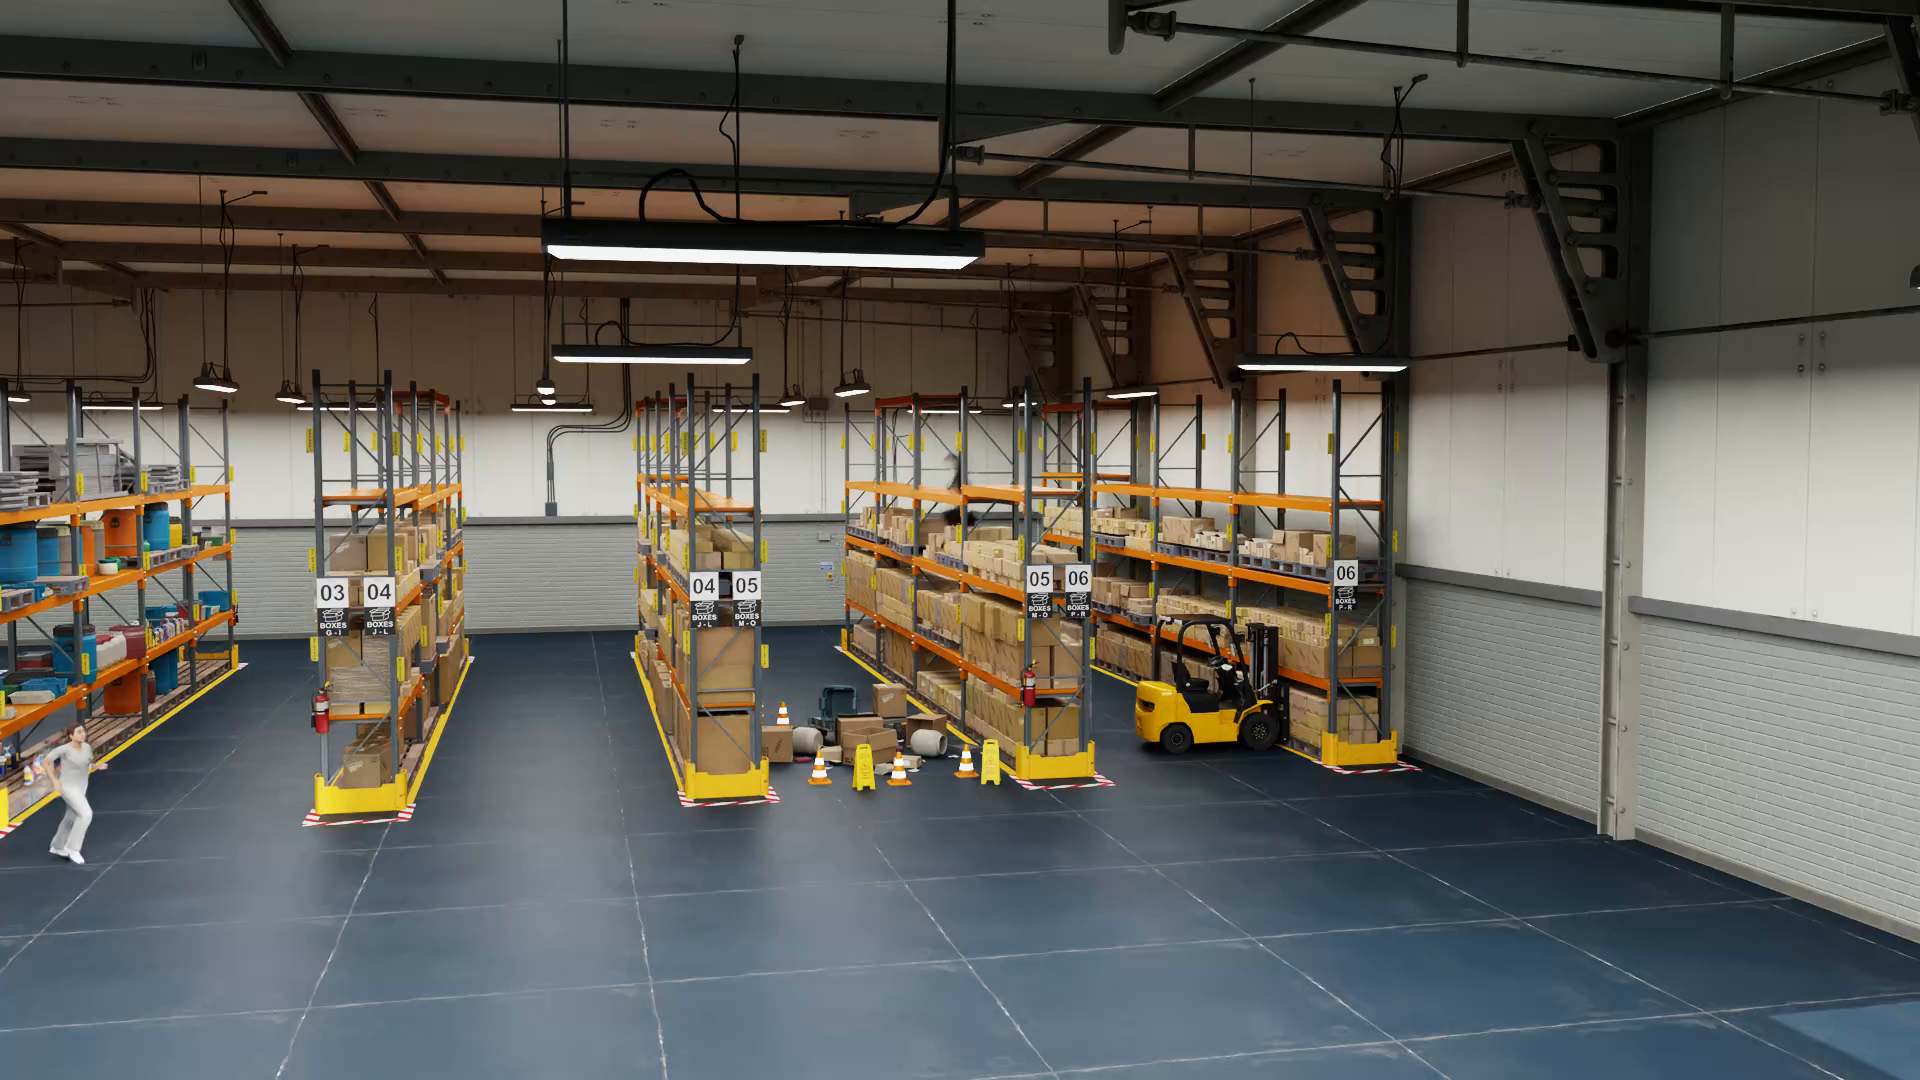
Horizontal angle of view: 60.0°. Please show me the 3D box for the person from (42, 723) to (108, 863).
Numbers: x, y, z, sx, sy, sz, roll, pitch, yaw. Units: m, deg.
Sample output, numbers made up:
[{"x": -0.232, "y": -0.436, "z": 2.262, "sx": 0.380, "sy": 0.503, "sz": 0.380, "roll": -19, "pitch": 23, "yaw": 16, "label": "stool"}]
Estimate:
[{"x": -10.624, "y": 3.031, "z": 19.958, "sx": 0.752, "sy": 1.695, "sz": 0.565, "roll": 1, "pitch": 3, "yaw": 14, "label": "person"}]
